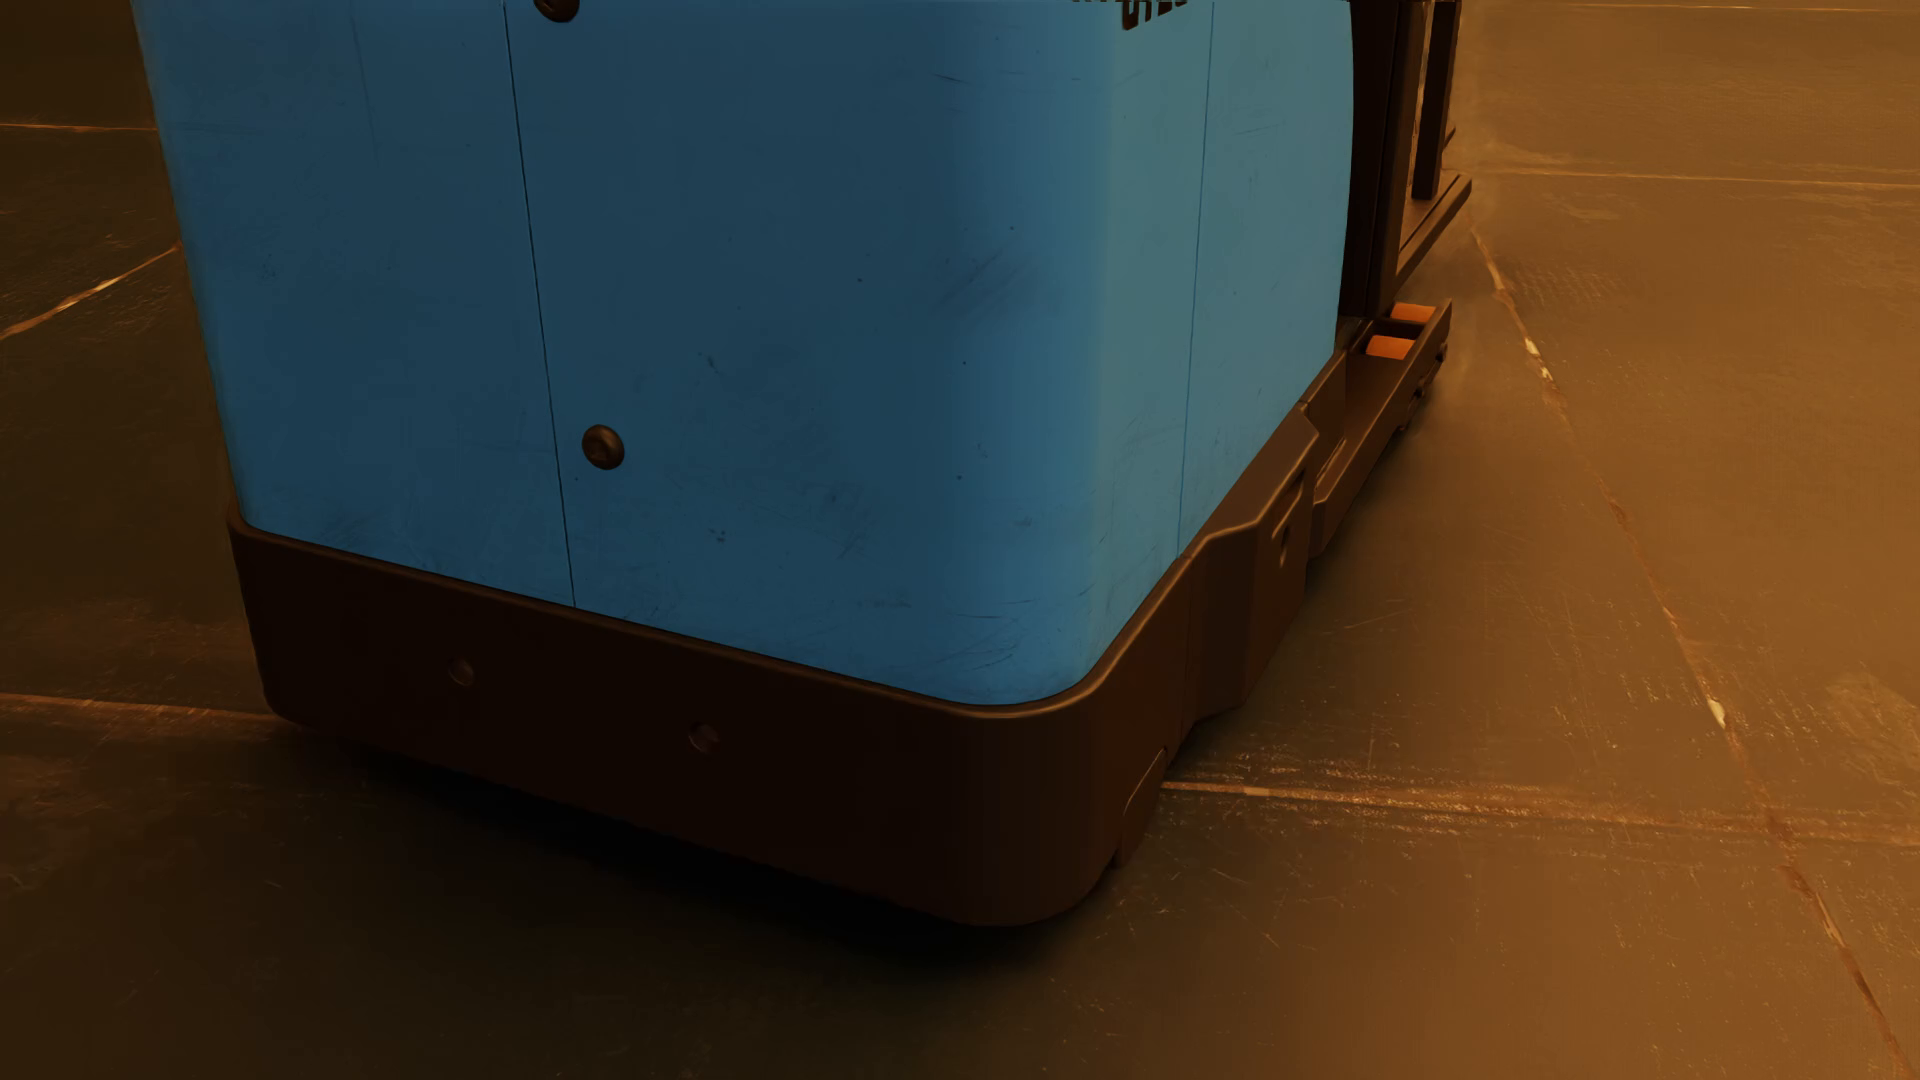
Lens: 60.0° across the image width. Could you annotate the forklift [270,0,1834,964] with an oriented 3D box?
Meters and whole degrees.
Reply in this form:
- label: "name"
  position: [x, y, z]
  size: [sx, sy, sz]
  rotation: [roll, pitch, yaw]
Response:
- label: "forklift"
  position: [-0.363, -1.514, 2.252]
  size: [1.130, 2.935, 3.031]
  rotation: [-18, 32, -32]
